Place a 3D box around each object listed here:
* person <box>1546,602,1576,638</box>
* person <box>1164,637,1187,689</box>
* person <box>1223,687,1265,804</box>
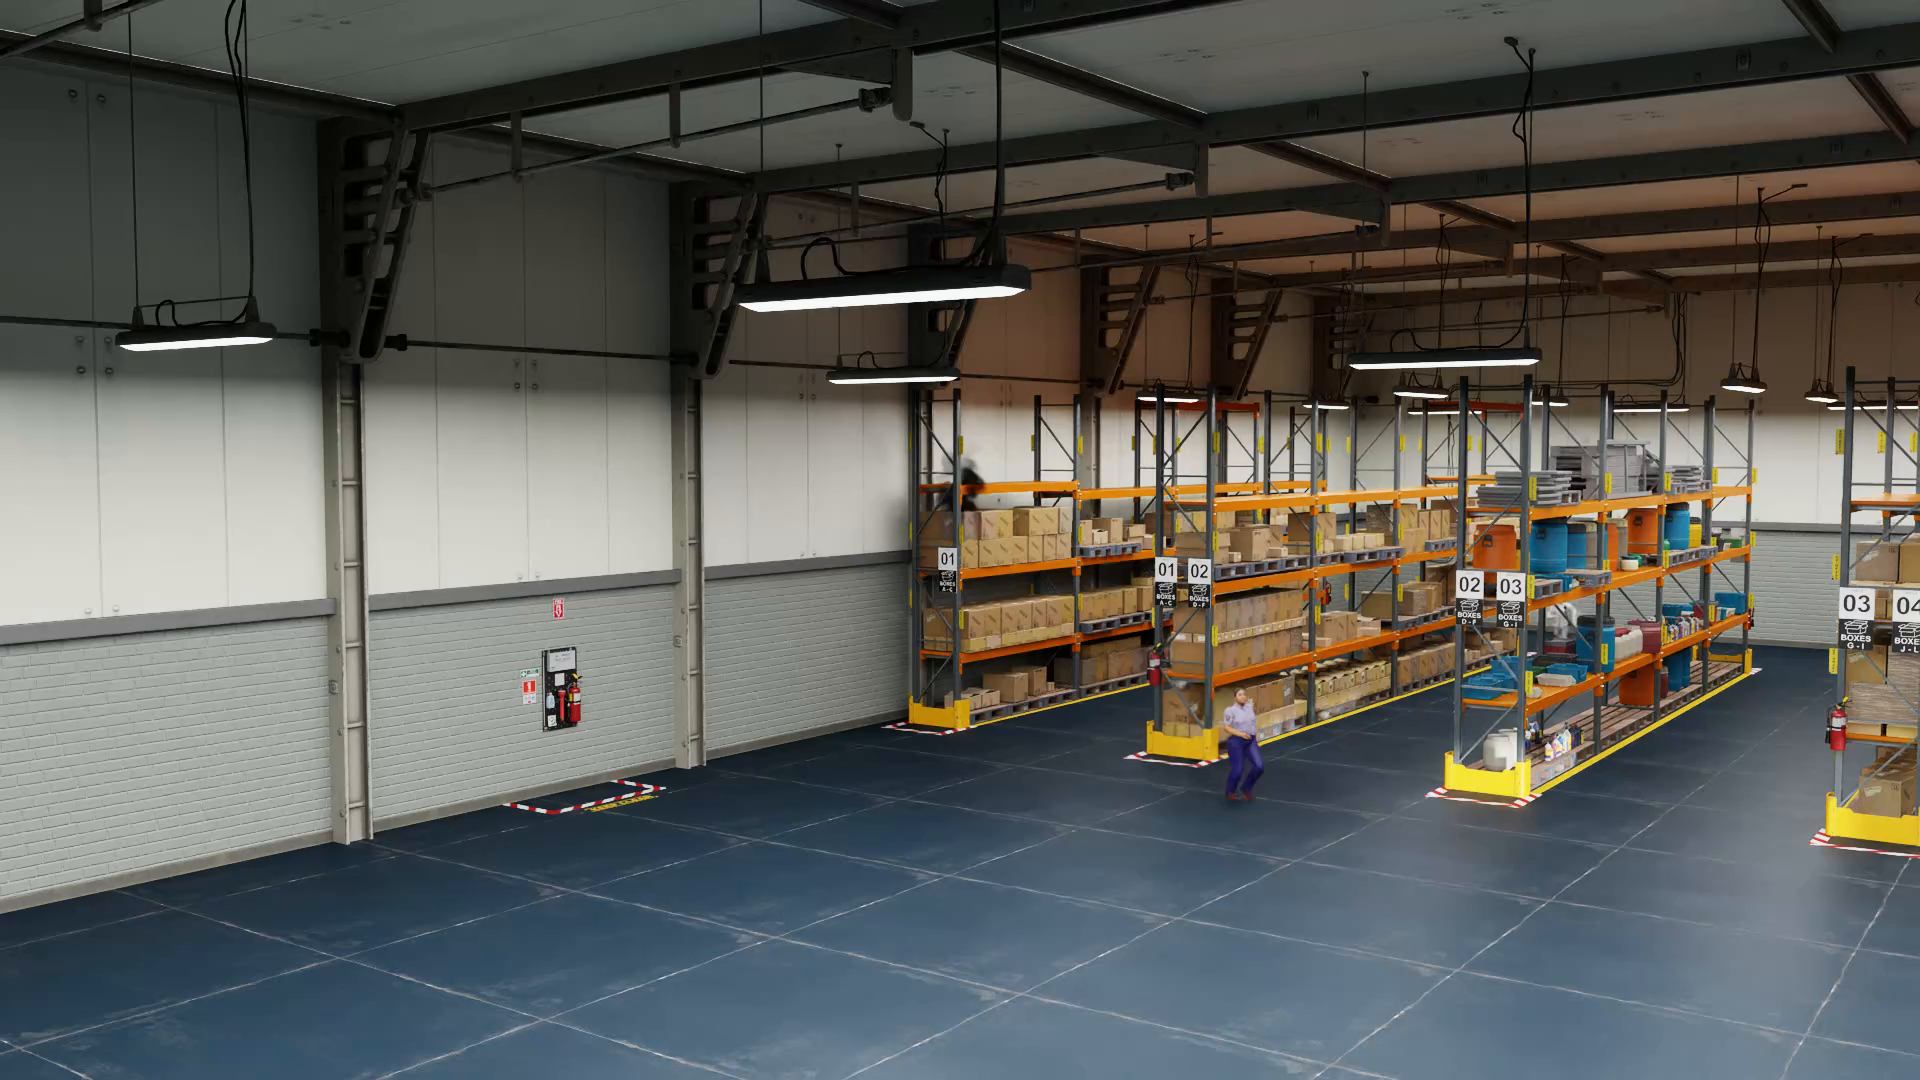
[{"bbox_3d":[13.593,2.000,37.649,0.587,1.734,0.805,2,4,33],"label":"person"},{"bbox_3d":[4.075,2.366,30.655,0.686,1.792,0.839,2,4,29],"label":"person"},{"bbox_3d":[3.964,2.881,23.262,0.614,1.621,0.653,-1,3,-21],"label":"person"}]
